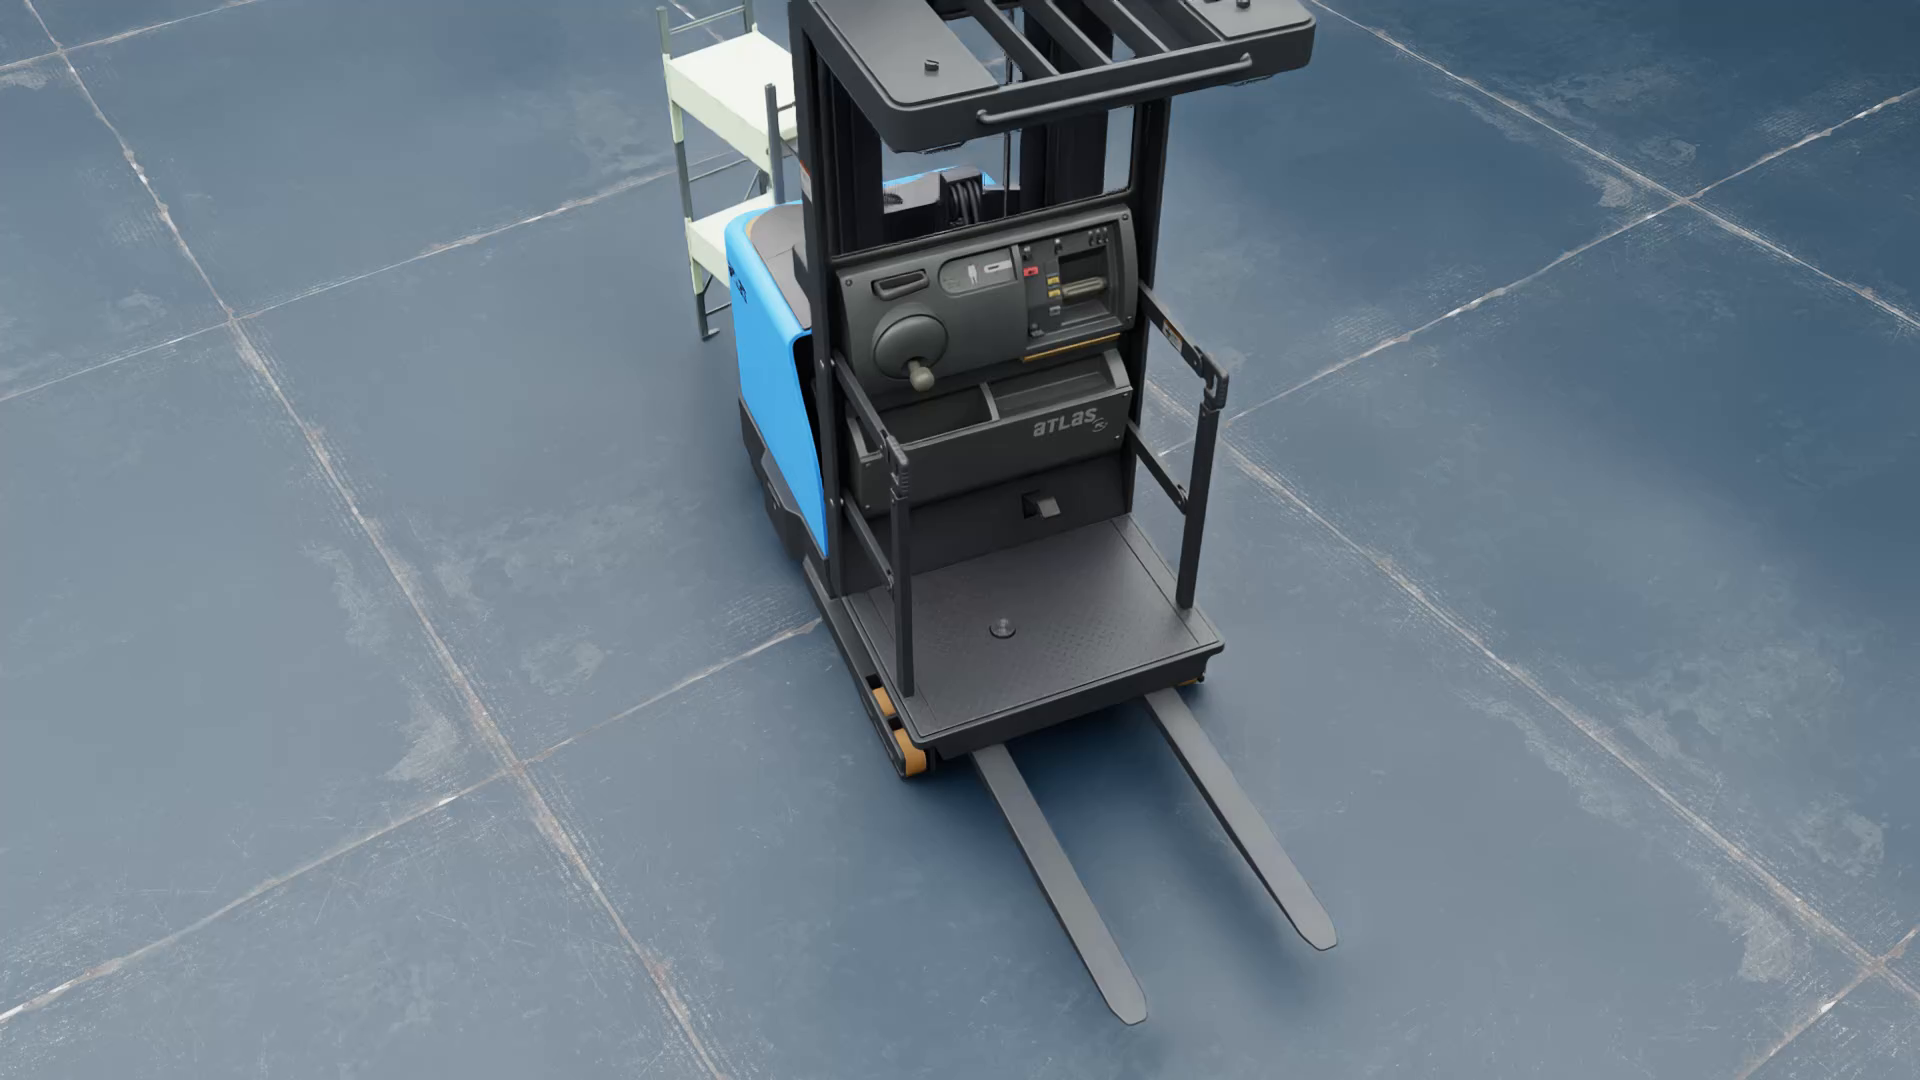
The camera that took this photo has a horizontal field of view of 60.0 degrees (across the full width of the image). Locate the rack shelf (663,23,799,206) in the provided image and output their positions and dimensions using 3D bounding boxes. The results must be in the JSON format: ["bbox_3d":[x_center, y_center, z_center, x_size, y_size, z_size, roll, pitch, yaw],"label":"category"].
[{"bbox_3d":[-0.734,-1.581,6.255,0.431,0.370,0.720,-28,50,-26],"label":"rack shelf"}]

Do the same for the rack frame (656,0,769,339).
[{"bbox_3d":[-0.959,-1.499,6.734,0.400,1.500,0.023,-28,50,-26],"label":"rack frame"}]

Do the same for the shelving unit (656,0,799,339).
[{"bbox_3d":[-0.734,-1.299,6.525,0.431,1.500,0.755,-28,50,-26],"label":"shelving unit"}]

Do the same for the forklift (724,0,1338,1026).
[{"bbox_3d":[0.182,-0.626,4.783,1.130,2.935,3.031,-16,46,-16],"label":"forklift"}]

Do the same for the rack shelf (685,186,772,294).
[{"bbox_3d":[-0.734,-1.063,6.750,0.431,0.370,0.720,-28,50,-26],"label":"rack shelf"}]

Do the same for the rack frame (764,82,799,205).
[{"bbox_3d":[-0.509,-1.100,6.316,0.400,1.500,0.023,-28,50,-26],"label":"rack frame"}]
